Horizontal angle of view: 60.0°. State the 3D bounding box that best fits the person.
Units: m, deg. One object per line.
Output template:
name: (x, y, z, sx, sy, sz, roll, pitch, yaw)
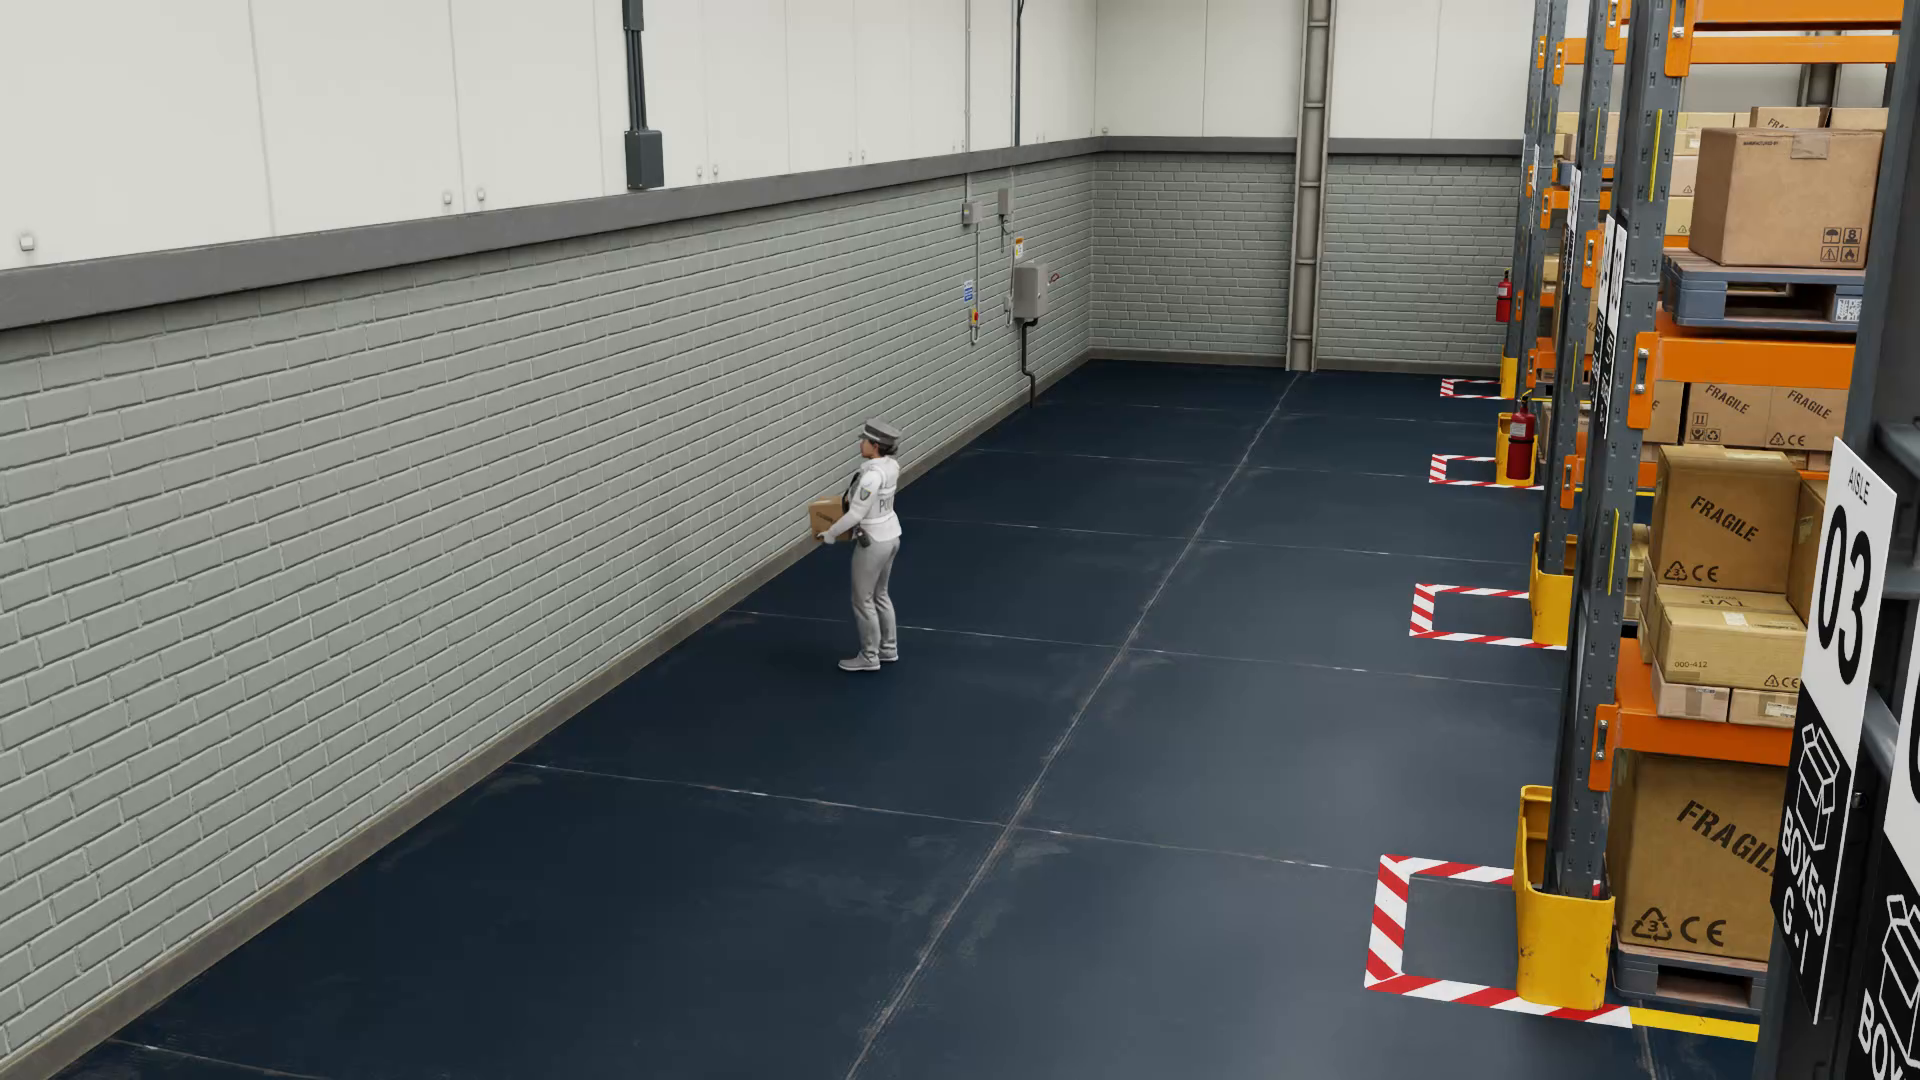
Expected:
person: (-0.637, 0.022, 10.896, 0.539, 1.690, 0.457, 5, 16, 16)
